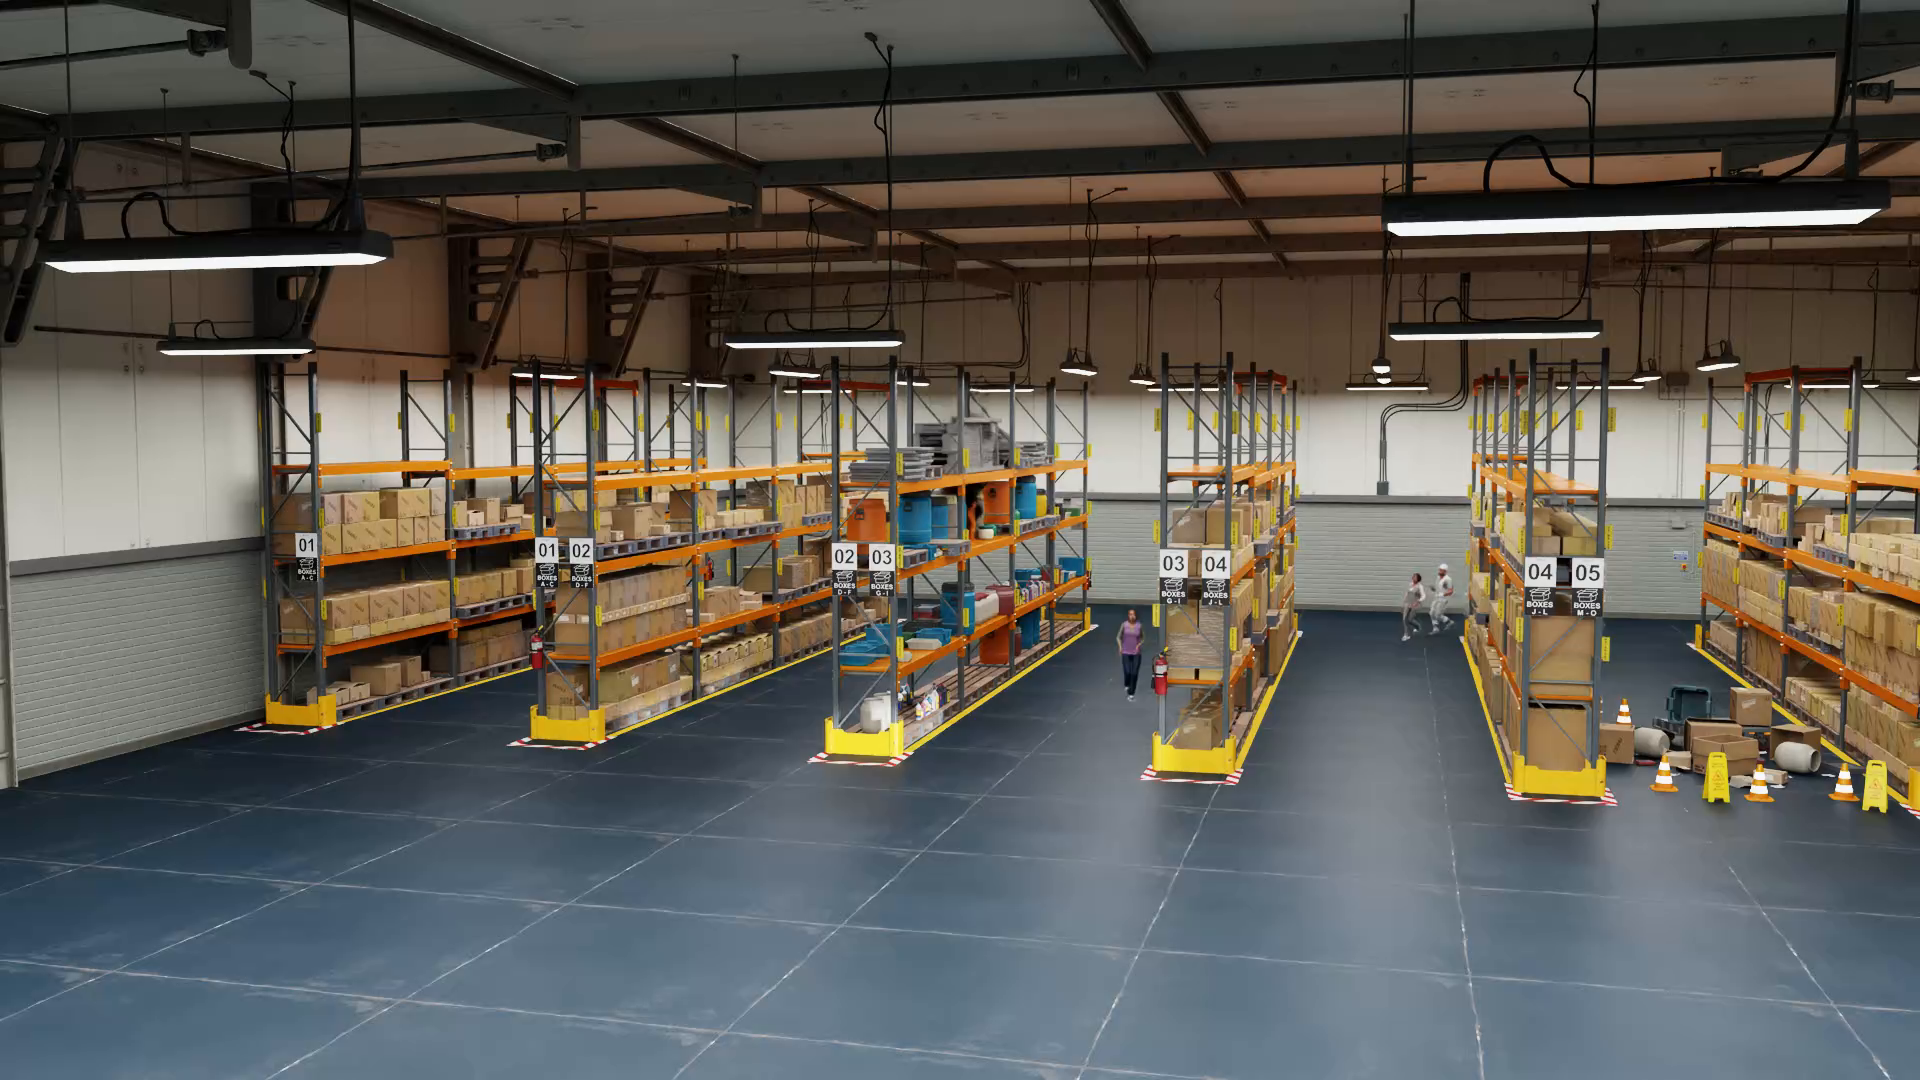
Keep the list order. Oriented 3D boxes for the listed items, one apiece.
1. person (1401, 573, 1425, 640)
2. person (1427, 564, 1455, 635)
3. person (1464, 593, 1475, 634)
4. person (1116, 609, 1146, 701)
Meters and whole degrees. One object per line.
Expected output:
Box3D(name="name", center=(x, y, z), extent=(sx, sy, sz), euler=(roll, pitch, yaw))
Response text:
Box3D(name="person", center=(10.500, 1.540, 38.381), extent=(0.596, 1.566, 0.589), euler=(-3, 5, -37))
Box3D(name="person", center=(11.432, 1.407, 39.192), extent=(0.654, 1.712, 0.685), euler=(0, 4, -6))
Box3D(name="person", center=(12.155, 1.400, 39.162), extent=(0.517, 1.728, 0.733), euler=(1, 4, 7))
Box3D(name="person", center=(2.907, 1.950, 28.212), extent=(0.507, 1.563, 0.441), euler=(0, 4, 5))
